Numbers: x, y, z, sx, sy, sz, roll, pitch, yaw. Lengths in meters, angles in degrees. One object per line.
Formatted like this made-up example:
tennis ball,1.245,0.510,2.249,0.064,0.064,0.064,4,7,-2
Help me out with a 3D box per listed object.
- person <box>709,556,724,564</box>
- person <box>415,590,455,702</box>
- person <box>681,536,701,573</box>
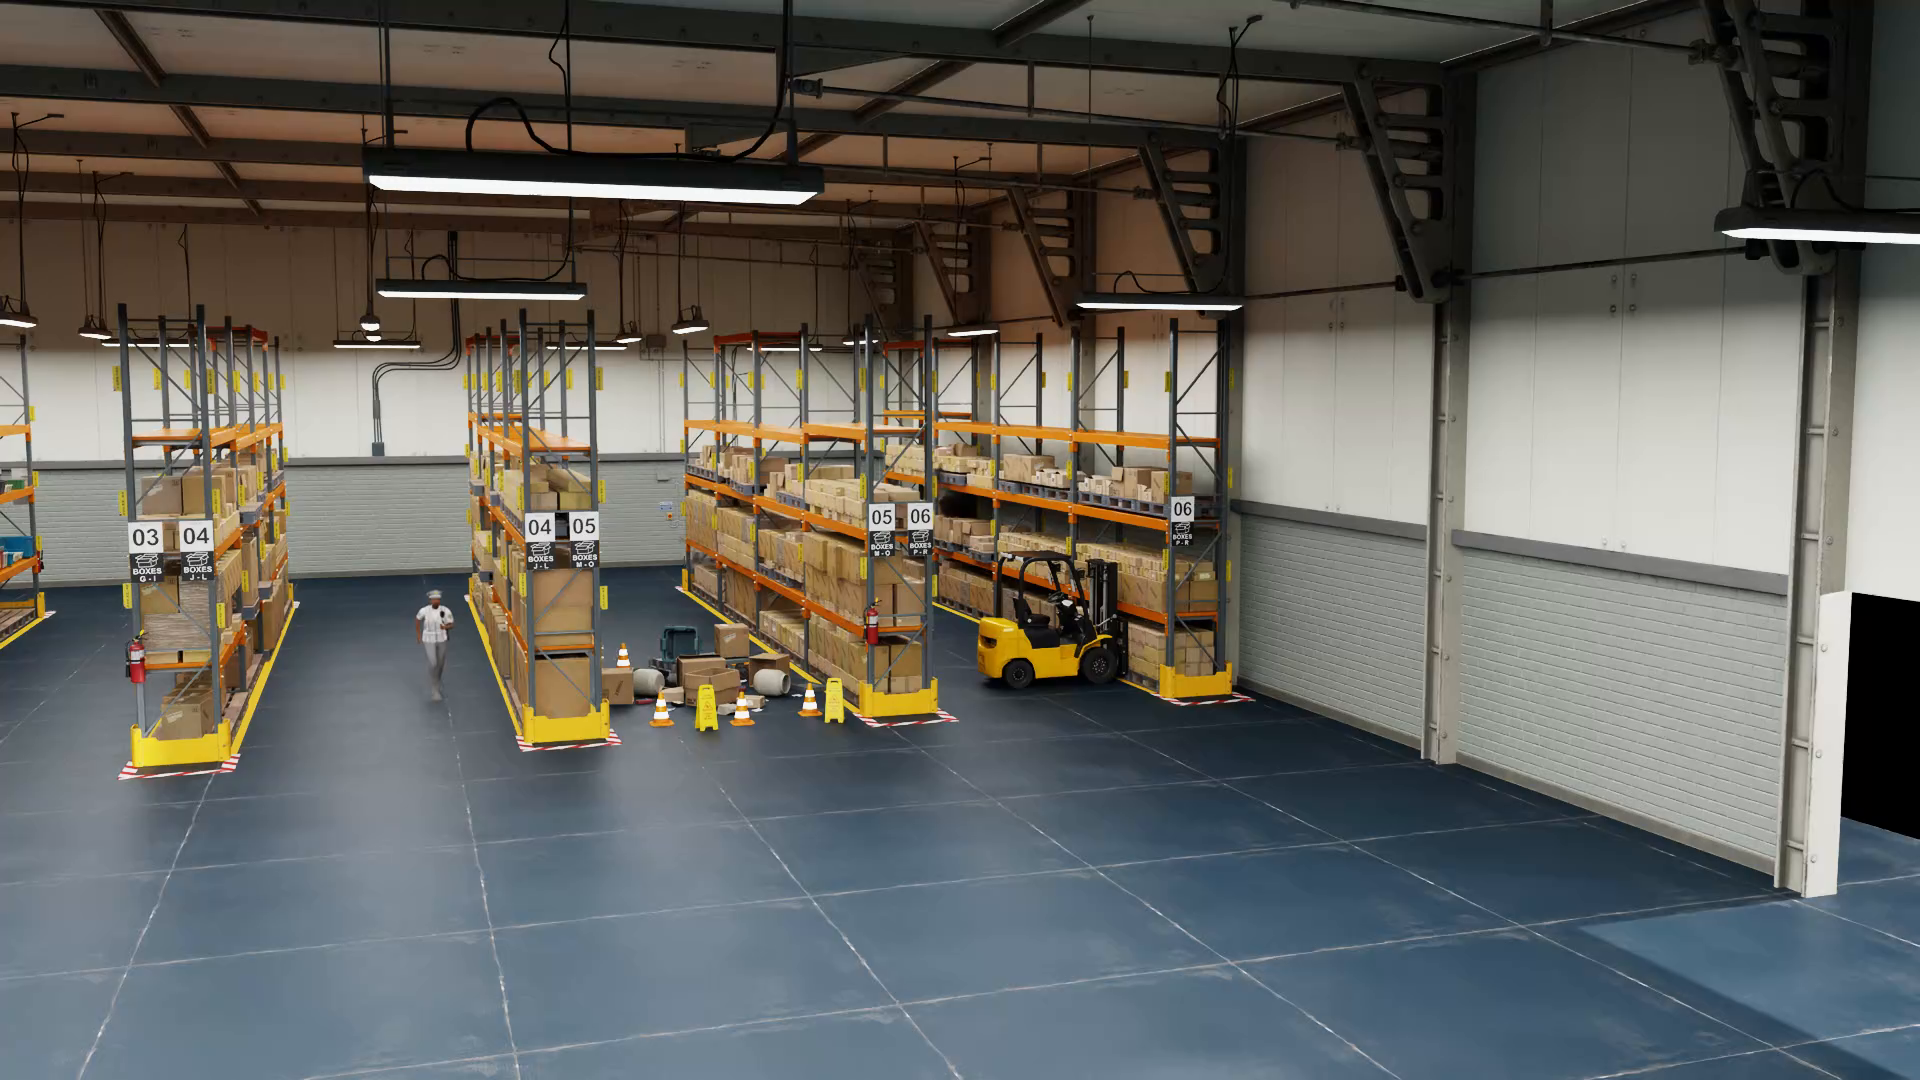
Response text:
person,-5.970,0.262,41.315,0.628,1.606,0.582,1,5,8
person,-8.334,1.648,26.441,0.547,1.732,0.847,-3,6,-28
person,-6.647,0.238,41.259,0.585,1.696,0.681,0,5,-3
